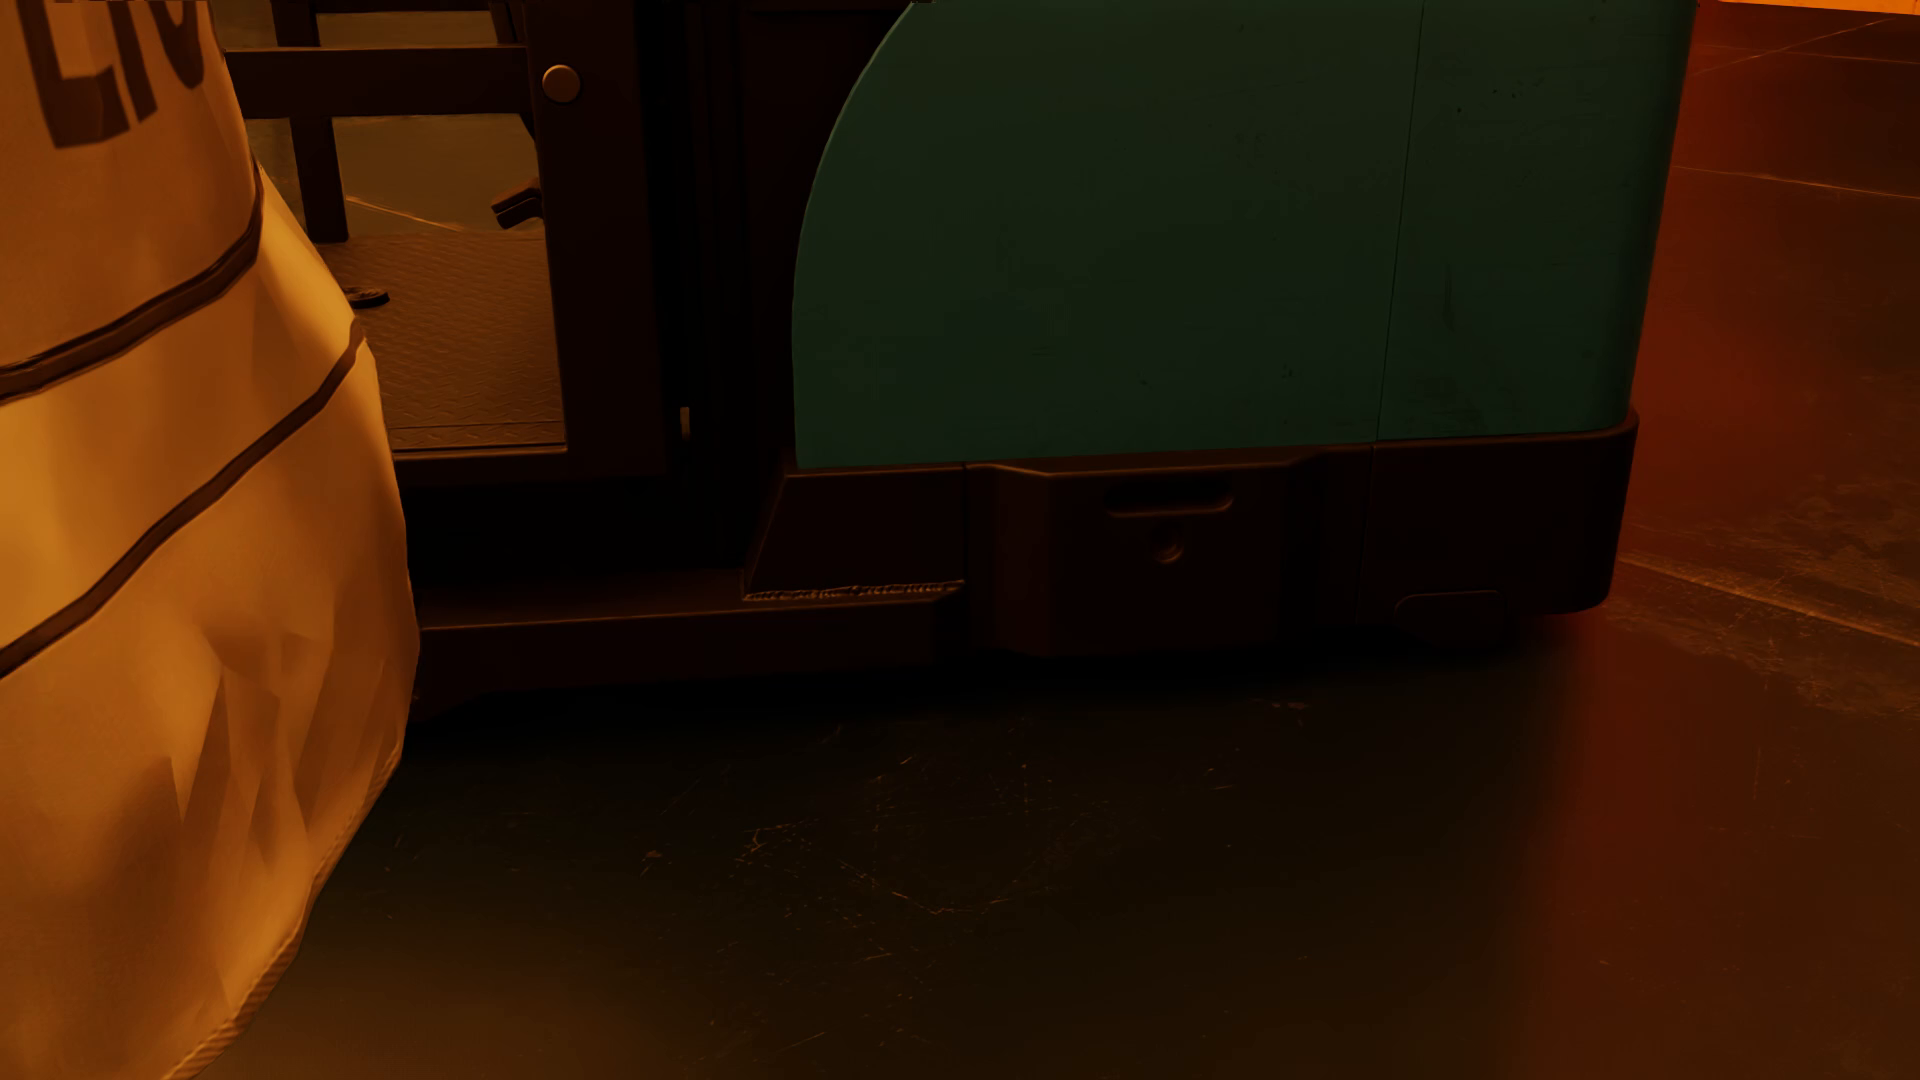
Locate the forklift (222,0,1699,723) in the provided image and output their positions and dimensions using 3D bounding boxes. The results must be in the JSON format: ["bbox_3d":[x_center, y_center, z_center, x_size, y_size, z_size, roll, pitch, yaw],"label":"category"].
[{"bbox_3d":[-0.703,-1.317,1.854,3.031,2.935,1.130,-3,24,-7],"label":"forklift"}]
